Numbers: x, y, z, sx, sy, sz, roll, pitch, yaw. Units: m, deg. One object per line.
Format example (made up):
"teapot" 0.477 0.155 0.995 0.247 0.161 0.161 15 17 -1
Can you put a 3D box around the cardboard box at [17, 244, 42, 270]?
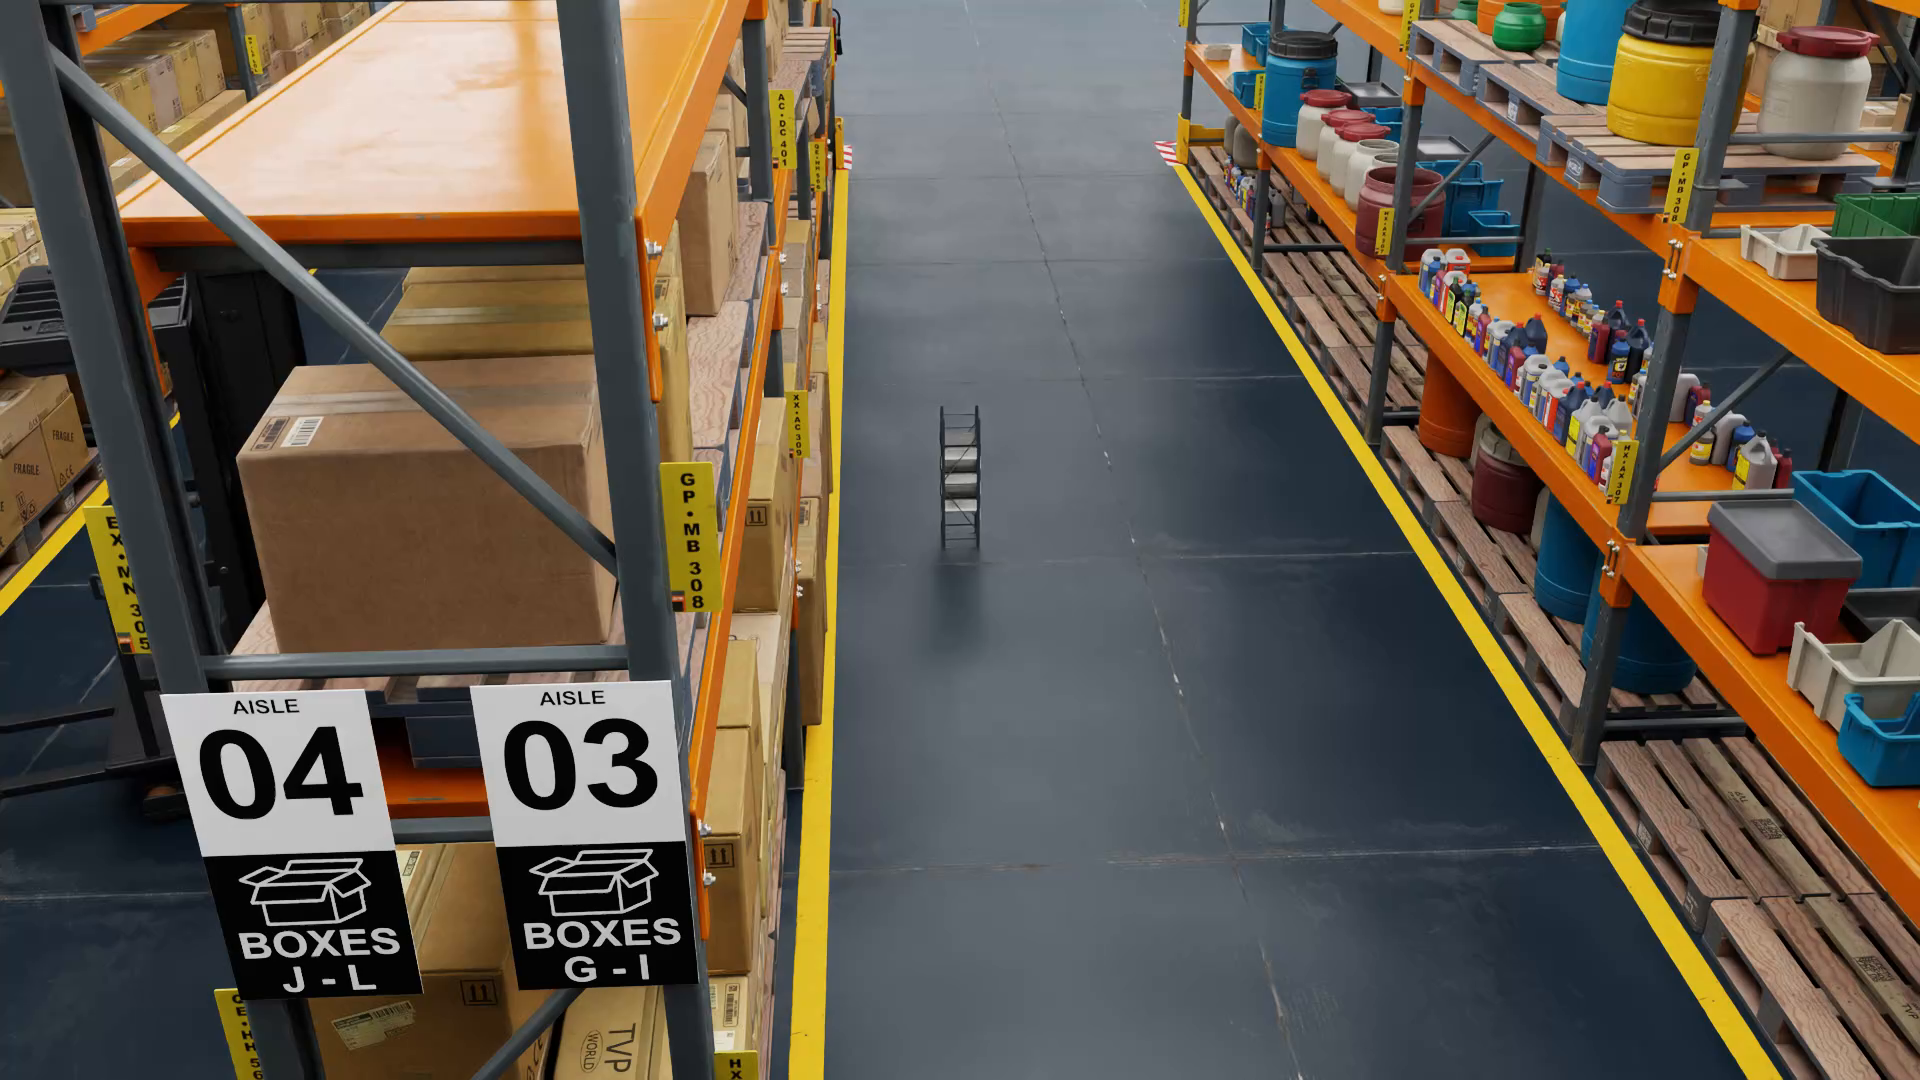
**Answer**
"cardboard box" -5.956 -1.727 10.313 0.380 0.149 0.250 0 28 -1

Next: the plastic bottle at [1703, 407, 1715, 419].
"plastic bottle" 4.015 -0.609 8.889 0.097 0.201 0.097 0 28 0

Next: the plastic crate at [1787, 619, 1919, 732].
"plastic crate" 3.557 0.530 6.554 0.437 0.282 0.530 -1 28 -3

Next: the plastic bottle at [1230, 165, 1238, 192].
"plastic bottle" 2.836 -3.730 17.132 0.097 0.271 0.097 0 28 0

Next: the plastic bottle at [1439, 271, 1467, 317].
"plastic bottle" 3.177 -1.577 10.664 0.152 0.276 0.135 -1 28 -3

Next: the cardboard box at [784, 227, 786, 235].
"cardboard box" -1.471 -2.085 10.310 0.797 0.503 0.637 0 28 -1

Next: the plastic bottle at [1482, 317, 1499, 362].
"plastic bottle" 3.192 -1.201 9.948 0.097 0.271 0.097 0 28 0

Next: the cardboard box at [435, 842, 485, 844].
"cardboard box" -1.419 1.009 5.412 0.500 0.250 0.500 -2 28 -4

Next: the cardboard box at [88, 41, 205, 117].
"cardboard box" -6.600 -3.729 13.466 0.700 0.500 0.500 -2 28 -3

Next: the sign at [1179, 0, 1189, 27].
"sign" 2.486 -5.859 18.441 0.100 0.325 0.005 -1 28 -3

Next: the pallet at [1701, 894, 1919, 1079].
"pallet" 3.806 1.934 6.814 1.003 0.211 1.213 -1 28 -3

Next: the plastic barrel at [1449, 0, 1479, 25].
"plastic barrel" 3.389 -3.427 11.001 0.294 0.245 0.294 0 28 0

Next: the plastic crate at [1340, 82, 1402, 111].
"plastic crate" 3.575 -3.712 14.555 0.402 0.464 0.583 -1 28 -3

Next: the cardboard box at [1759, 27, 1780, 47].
"cardboard box" 7.921 -4.827 15.952 0.380 0.149 0.250 -1 28 -3

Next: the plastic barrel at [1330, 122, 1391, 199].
"plastic barrel" 3.136 -2.975 13.063 0.433 0.535 0.433 0 28 0

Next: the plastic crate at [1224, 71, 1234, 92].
"plastic crate" 2.906 -4.527 16.472 0.530 0.136 0.437 -1 28 -3

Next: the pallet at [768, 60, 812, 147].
"pallet" -1.345 -2.367 9.006 1.003 0.211 1.213 0 28 0

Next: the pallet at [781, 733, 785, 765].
"pallet" -1.400 0.796 8.996 1.003 0.211 1.213 -1 28 -3

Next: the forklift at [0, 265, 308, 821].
"forklift" -3.792 -0.203 7.970 3.031 2.935 1.130 -9 29 -17

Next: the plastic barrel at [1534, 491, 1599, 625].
"plastic barrel" 3.613 -0.040 9.399 0.600 0.901 0.708 -1 28 -3

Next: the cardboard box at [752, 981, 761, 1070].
"cardboard box" -0.793 1.464 4.971 0.380 0.149 0.250 -2 28 -4

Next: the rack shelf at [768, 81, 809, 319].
"rack shelf" -1.389 -2.021 8.915 1.077 0.370 4.000 -1 28 -3

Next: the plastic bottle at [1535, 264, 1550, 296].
"plastic bottle" 3.888 -1.735 11.047 0.097 0.201 0.097 0 28 0

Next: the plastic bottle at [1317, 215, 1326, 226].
"plastic bottle" 3.515 -3.195 16.093 0.061 0.283 0.133 -1 28 -3

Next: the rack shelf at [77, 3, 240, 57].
"rack shelf" -6.556 -3.795 12.317 1.077 0.370 4.000 -1 28 -3

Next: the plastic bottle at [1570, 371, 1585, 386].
"plastic bottle" 3.389 -0.798 9.176 0.097 0.271 0.097 0 28 0

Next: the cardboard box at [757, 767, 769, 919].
"cardboard box" -0.887 0.995 5.438 0.500 0.250 0.500 -2 28 -4

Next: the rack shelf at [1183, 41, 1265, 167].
"rack shelf" 3.140 -4.505 16.922 1.077 0.370 4.000 -1 28 -3

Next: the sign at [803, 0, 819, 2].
"sign" -0.939 -3.537 10.400 0.100 0.325 0.005 -1 28 -3

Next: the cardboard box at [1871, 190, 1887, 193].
"cardboard box" 8.498 -3.054 15.274 0.500 0.311 0.500 -1 28 -3

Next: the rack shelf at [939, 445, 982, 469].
"rack shelf" 0.000 -0.525 10.467 0.258 0.077 0.200 -1 28 -3

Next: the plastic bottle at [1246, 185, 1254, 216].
"plastic bottle" 2.862 -3.344 16.380 0.061 0.283 0.133 0 28 1

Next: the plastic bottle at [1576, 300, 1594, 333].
"plastic bottle" 3.925 -1.403 10.412 0.097 0.201 0.097 0 28 0

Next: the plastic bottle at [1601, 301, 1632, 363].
"plastic bottle" 3.926 -1.252 9.961 0.144 0.351 0.185 -1 28 -3

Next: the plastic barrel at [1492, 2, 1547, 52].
"plastic barrel" 3.279 -3.005 9.739 0.294 0.245 0.294 0 28 0

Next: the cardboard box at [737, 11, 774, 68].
"cardboard box" -1.365 -2.553 8.591 0.797 0.503 0.637 -2 28 -3

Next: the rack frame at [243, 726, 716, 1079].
"rack frame" -1.076 1.761 4.130 1.000 3.000 0.127 -1 28 -3

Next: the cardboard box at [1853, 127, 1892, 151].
"cardboard box" 8.033 -3.493 14.475 0.380 0.149 0.250 -1 28 -3

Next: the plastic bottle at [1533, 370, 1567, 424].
"plastic bottle" 3.266 -0.789 9.153 0.152 0.276 0.135 -1 28 -3

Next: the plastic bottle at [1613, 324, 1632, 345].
"plastic bottle" 3.916 -1.149 9.835 0.061 0.283 0.133 -1 28 -3

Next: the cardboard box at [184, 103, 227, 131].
"cardboard box" -6.340 -3.284 13.695 0.500 0.500 0.500 -2 28 -3

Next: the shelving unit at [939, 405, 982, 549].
"shelving unit" 0.000 -0.395 10.535 0.258 0.900 0.210 -1 28 -3

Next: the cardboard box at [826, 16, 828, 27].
"cardboard box" -1.781 -5.090 16.835 0.875 0.500 0.500 -1 28 -3

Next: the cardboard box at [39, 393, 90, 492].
"cardboard box" -6.156 -0.641 10.984 0.500 0.500 0.500 -2 28 -3

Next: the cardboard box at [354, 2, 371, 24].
"cardboard box" -6.805 -5.451 17.796 0.875 0.550 0.550 -1 28 -3

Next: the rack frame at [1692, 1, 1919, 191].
"rack frame" 3.662 -2.866 6.514 1.000 3.000 0.127 -1 28 -3

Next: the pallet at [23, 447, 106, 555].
"pallet" -6.412 -0.263 11.026 1.003 0.211 1.213 -1 28 -3

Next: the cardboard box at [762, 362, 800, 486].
"cardboard box" -1.086 -0.581 8.513 0.500 0.500 0.500 -1 28 -3

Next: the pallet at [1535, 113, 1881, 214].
"pallet" 3.523 -1.812 7.941 1.213 0.211 1.003 -1 28 -3

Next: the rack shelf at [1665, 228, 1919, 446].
"rack shelf" 3.766 -0.293 5.603 1.077 0.370 4.000 -1 28 -3

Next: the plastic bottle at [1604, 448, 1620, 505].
"plastic bottle" 3.318 -0.325 8.264 0.152 0.276 0.135 -1 28 -3

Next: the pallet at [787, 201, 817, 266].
"pallet" -1.637 -2.175 11.884 1.213 0.211 1.003 -1 28 -3

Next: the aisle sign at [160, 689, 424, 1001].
"aisle sign" -1.371 0.649 3.451 0.394 0.787 0.004 -1 28 -3

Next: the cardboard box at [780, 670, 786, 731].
"cardboard box" -0.887 0.633 6.564 0.380 0.149 0.250 -1 28 -2
